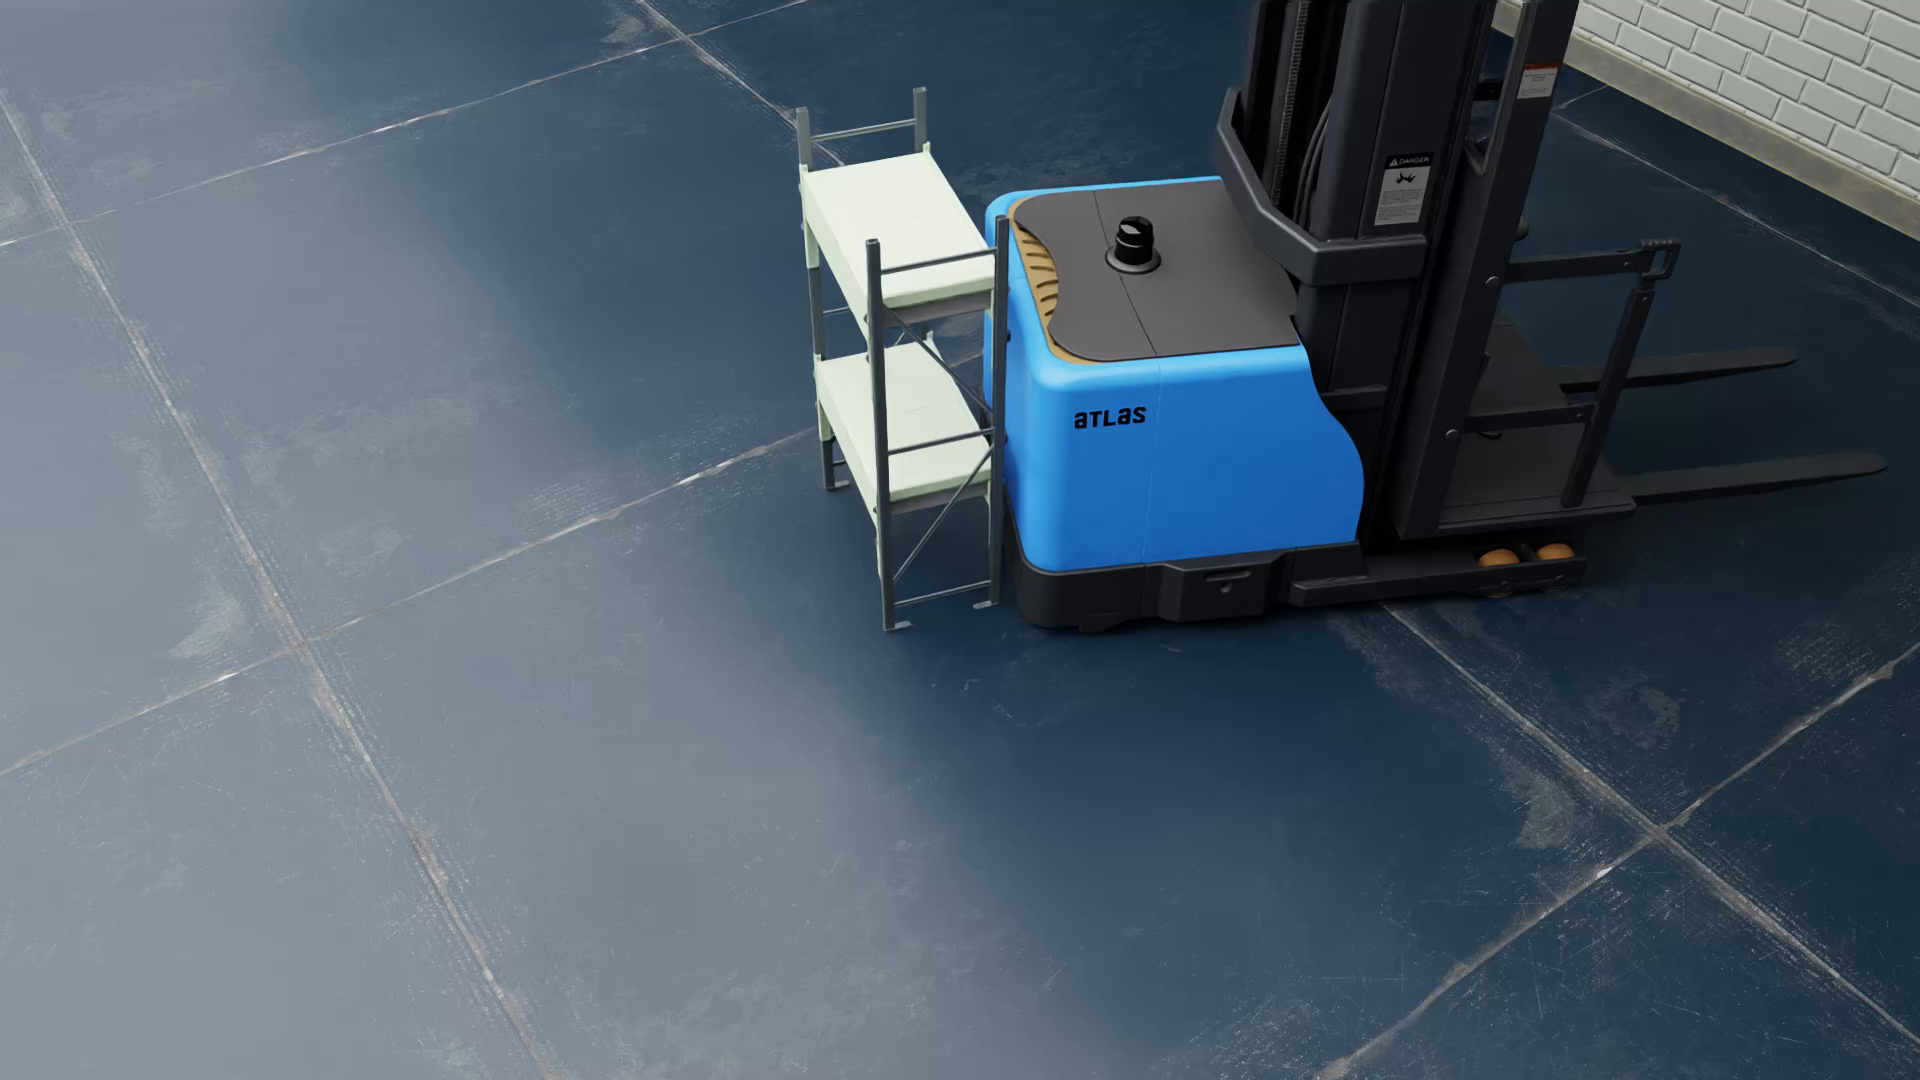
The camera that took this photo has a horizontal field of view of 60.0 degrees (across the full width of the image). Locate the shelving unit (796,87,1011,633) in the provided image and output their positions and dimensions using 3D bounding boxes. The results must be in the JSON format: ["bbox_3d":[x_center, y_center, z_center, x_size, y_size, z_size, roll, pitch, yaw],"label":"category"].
[{"bbox_3d":[-0.176,-0.530,5.219,0.431,1.500,0.755,-13,45,-13],"label":"shelving unit"}]

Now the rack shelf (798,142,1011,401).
[{"bbox_3d":[-0.176,-0.813,4.950,0.431,0.370,0.720,-13,45,-13],"label":"rack shelf"}]

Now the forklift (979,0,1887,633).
[{"bbox_3d":[1.630,-1.225,4.911,3.031,2.935,1.130,-6,44,-6],"label":"forklift"}]

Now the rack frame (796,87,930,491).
[{"bbox_3d":[-0.293,-0.770,5.470,0.400,1.500,0.023,-13,45,-13],"label":"rack frame"}]

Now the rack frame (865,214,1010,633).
[{"bbox_3d":[-0.058,-0.291,4.969,0.400,1.500,0.023,-13,45,-13],"label":"rack frame"}]

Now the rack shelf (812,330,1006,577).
[{"bbox_3d":[-0.176,-0.294,5.444,0.431,0.370,0.720,-13,45,-13],"label":"rack shelf"}]
